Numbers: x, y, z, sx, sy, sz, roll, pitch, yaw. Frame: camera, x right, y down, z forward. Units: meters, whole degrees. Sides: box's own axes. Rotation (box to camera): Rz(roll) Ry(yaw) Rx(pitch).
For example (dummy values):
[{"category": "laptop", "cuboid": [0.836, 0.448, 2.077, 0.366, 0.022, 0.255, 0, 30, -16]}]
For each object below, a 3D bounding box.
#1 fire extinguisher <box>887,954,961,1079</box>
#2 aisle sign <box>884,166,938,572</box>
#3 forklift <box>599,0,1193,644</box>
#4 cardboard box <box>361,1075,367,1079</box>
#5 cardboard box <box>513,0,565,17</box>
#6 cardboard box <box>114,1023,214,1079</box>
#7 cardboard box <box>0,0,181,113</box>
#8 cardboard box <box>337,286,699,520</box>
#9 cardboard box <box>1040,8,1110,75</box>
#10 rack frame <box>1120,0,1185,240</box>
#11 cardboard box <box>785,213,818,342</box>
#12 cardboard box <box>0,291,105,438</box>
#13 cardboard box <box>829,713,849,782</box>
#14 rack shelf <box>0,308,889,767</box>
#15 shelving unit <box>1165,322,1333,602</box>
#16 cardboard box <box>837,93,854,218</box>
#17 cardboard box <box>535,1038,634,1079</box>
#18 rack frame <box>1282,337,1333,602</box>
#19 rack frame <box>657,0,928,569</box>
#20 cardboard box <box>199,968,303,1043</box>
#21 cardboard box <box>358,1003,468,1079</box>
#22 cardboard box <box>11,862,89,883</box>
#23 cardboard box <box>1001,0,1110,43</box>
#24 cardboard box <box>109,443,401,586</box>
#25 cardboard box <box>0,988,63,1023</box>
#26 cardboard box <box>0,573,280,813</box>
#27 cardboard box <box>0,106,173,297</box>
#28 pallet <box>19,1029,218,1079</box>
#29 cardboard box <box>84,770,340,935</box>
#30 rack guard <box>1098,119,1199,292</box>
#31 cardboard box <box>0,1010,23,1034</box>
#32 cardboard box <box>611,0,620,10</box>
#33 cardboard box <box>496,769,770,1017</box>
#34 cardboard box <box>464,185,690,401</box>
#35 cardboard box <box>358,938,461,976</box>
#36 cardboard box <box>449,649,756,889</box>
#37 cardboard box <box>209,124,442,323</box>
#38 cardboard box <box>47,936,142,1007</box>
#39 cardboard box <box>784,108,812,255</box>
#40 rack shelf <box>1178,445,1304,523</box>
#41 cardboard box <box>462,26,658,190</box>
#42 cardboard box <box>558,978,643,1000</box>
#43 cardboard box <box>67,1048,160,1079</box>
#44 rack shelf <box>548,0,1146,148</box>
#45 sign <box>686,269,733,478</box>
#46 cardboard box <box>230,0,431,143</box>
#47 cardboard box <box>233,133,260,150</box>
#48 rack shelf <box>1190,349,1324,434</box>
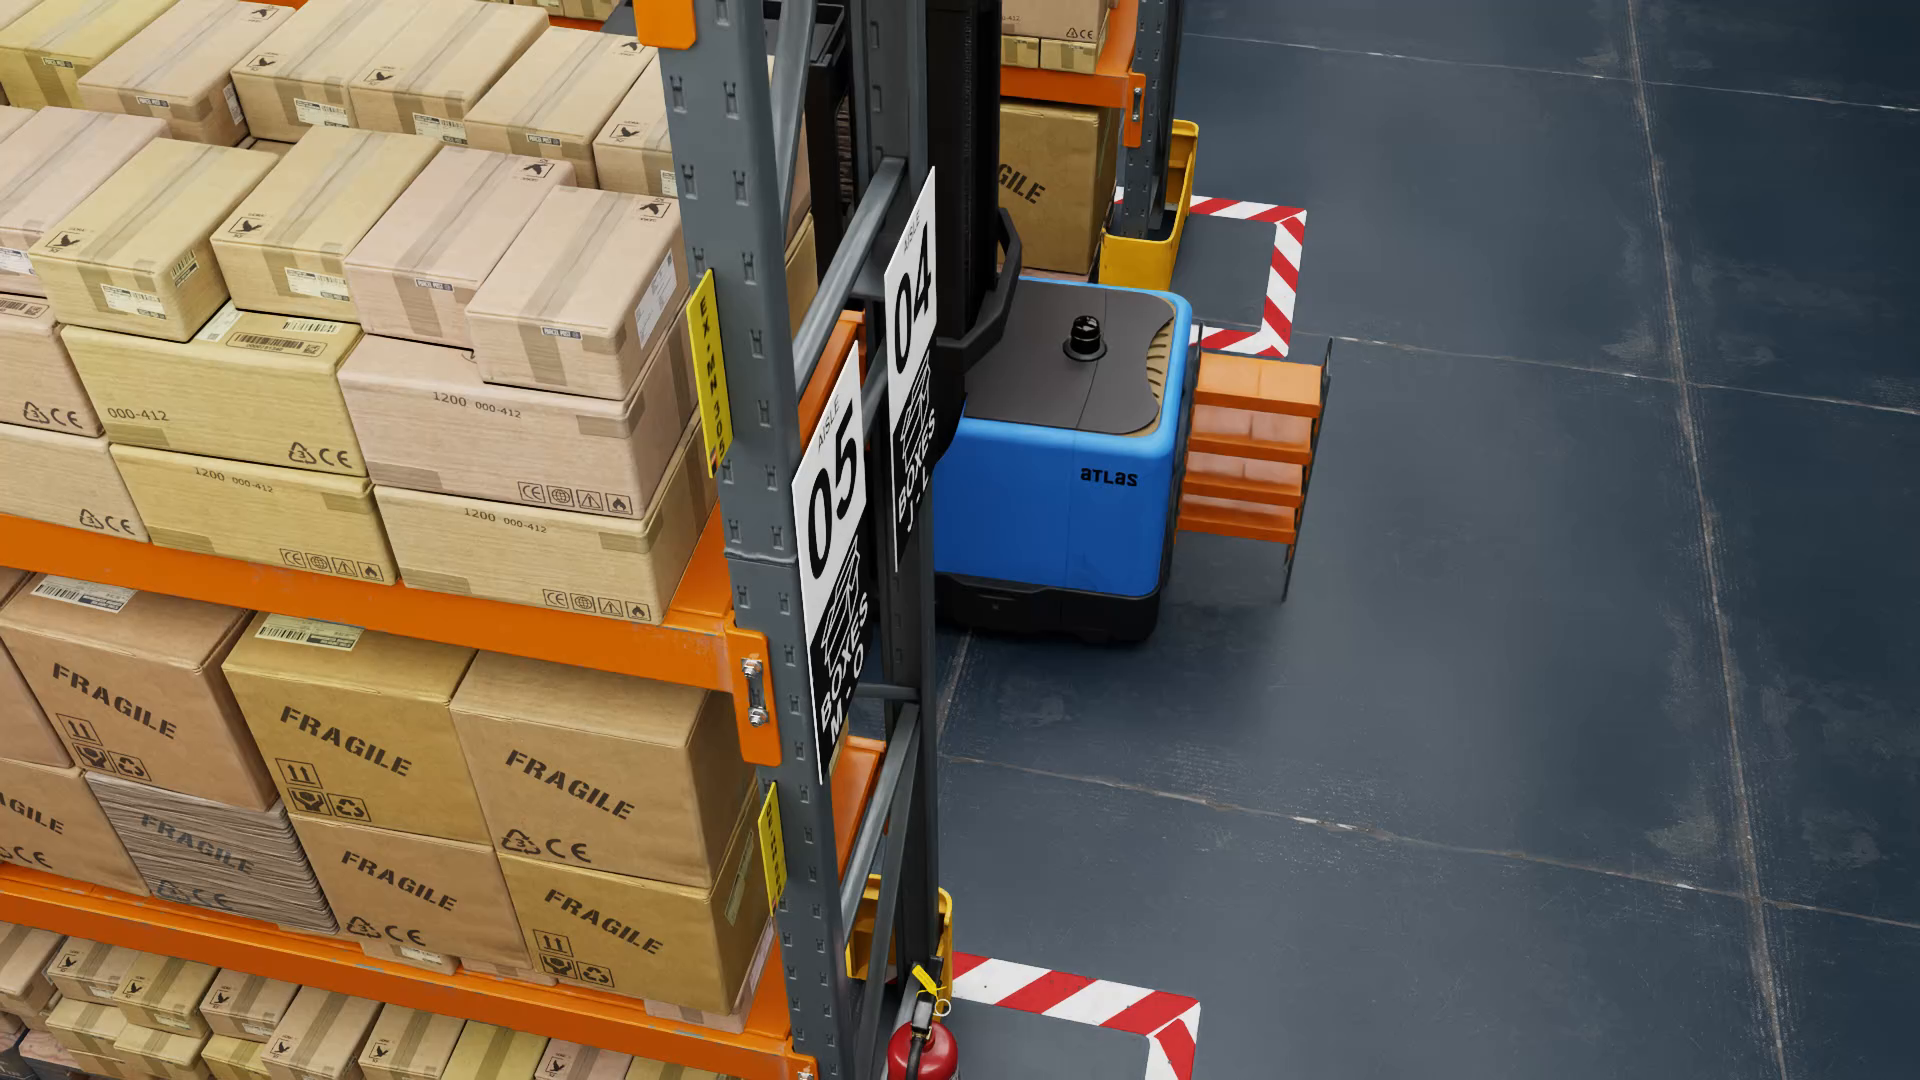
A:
[{"category": "fire extinguisher", "cuboid": [-0.089, 1.295, 4.026, 0.183, 0.674, 0.296, 9, 45, 9]}, {"category": "aisle sign", "cuboid": [-0.097, -0.346, 3.532, 0.004, 0.787, 0.394, 9, 45, 9]}, {"category": "forklift", "cuboid": [-0.619, -1.135, 6.276, 3.031, 2.935, 1.130, 7, 44, 8]}, {"category": "cardboard box", "cuboid": [-1.827, 1.517, 5.009, 0.250, 0.149, 0.380, 9, 45, 10]}, {"category": "cardboard box", "cuboid": [-1.969, -2.686, 8.019, 0.250, 0.149, 0.380, 8, 44, 8]}, {"category": "cardboard box", "cuboid": [-2.348, 1.443, 5.087, 0.250, 0.149, 0.380, 9, 45, 9]}, {"category": "cardboard box", "cuboid": [-1.742, -1.022, 3.406, 0.250, 0.149, 0.380, 10, 45, 10]}, {"category": "cardboard box", "cuboid": [-0.739, -0.322, 2.966, 0.500, 0.250, 0.500, 8, 44, 8]}, {"category": "cardboard box", "cuboid": [0.528, -2.300, 7.617, 0.250, 0.149, 0.380, 10, 45, 10]}, {"category": "rack frame", "cuboid": [0.948, -2.559, 7.706, 0.127, 3.000, 1.000, 9, 45, 9]}, {"category": "cardboard box", "cuboid": [-0.616, -0.485, 3.496, 0.500, 0.250, 0.500, 10, 45, 11]}, {"category": "cardboard box", "cuboid": [-1.738, -0.478, 3.128, 0.500, 0.250, 0.500, 9, 45, 10]}, {"category": "cardboard box", "cuboid": [-0.478, 0.602, 4.603, 0.250, 0.149, 0.380, 8, 45, 9]}, {"category": "rack shelf", "cuboid": [-2.186, -0.342, 3.758, 4.000, 0.370, 1.077, 9, 45, 9]}, {"category": "shelving unit", "cuboid": [1.136, -0.286, 6.639, 0.503, 1.200, 0.258, 8, 44, 7]}, {"category": "cardboard box", "cuboid": [-0.582, -2.125, 8.485, 0.875, 0.875, 0.875, 9, 45, 9]}, {"category": "cardboard box", "cuboid": [-1.038, 1.458, 4.856, 0.250, 0.149, 0.380, 10, 45, 10]}, {"category": "rack frame", "cuboid": [1.376, -0.254, 6.608, 0.015, 1.200, 0.240, 8, 44, 7]}, {"category": "rack frame", "cuboid": [-0.234, -1.379, 2.154, 0.127, 3.000, 1.000, 9, 45, 9]}, {"category": "cardboard box", "cuboid": [-2.065, 1.305, 5.015, 0.250, 0.149, 0.380, 7, 44, 8]}, {"category": "cardboard box", "cuboid": [-1.558, 1.423, 4.893, 0.250, 0.149, 0.380, 7, 44, 7]}, {"category": "cardboard box", "cuboid": [-2.365, 0.707, 4.494, 0.250, 0.149, 0.380, 10, 45, 11]}, {"category": "cardboard box", "cuboid": [0.417, -2.506, 7.544, 0.500, 0.250, 0.500, 8, 45, 8]}, {"category": "cardboard box", "cuboid": [-1.235, -0.207, 3.207, 0.500, 0.250, 0.500, 9, 45, 9]}, {"category": "cardboard box", "cuboid": [-2.815, 1.307, 5.227, 0.250, 0.149, 0.380, 11, 45, 11]}, {"category": "cardboard box", "cuboid": [-1.739, 0.228, 3.802, 0.500, 0.500, 0.500, 11, 45, 11]}, {"category": "cardboard box", "cuboid": [-1.608, -0.608, 2.975, 0.250, 0.149, 0.380, 8, 44, 8]}, {"category": "pallet", "cuboid": [-2.280, 1.442, 5.559, 1.213, 0.211, 1.003, 9, 45, 9]}, {"category": "cardboard box", "cuboid": [-1.727, 0.593, 4.144, 0.500, 0.500, 0.500, 9, 45, 9]}, {"category": "rack guard", "cuboid": [0.971, -1.655, 8.569, 0.348, 0.500, 1.175, 9, 45, 9]}, {"category": "cardboard box", "cuboid": [-3.080, 1.372, 5.374, 0.250, 0.149, 0.380, 8, 44, 8]}, {"category": "cardboard box", "cuboid": [-1.475, -2.608, 7.938, 0.250, 0.149, 0.380, 9, 45, 10]}, {"category": "cardboard box", "cuboid": [-0.729, 0.745, 3.986, 0.500, 0.500, 0.500, 10, 45, 10]}, {"category": "cardboard box", "cuboid": [-0.622, -0.420, 2.780, 0.250, 0.149, 0.380, 8, 45, 9]}, {"category": "cardboard box", "cuboid": [-1.350, 0.901, 4.292, 0.250, 0.149, 0.380, 10, 45, 10]}, {"category": "cardboard box", "cuboid": [-0.735, 0.378, 3.647, 0.500, 0.500, 0.500, 8, 44, 8]}, {"category": "cardboard box", "cuboid": [-1.092, -0.562, 2.928, 0.250, 0.149, 0.380, 8, 44, 8]}, {"category": "cardboard box", "cuboid": [-2.559, 1.220, 5.103, 0.250, 0.149, 0.380, 7, 44, 7]}, {"category": "cardboard box", "cuboid": [-0.615, -0.668, 3.326, 0.500, 0.250, 0.500, 9, 45, 10]}, {"category": "rack shelf", "cuboid": [1.136, -0.238, 6.686, 0.480, 0.148, 0.258, 8, 44, 7]}, {"category": "cardboard box", "cuboid": [-0.745, -0.822, 3.198, 0.250, 0.149, 0.380, 11, 45, 11]}, {"category": "cardboard box", "cuboid": [-0.848, 0.952, 4.240, 0.250, 0.149, 0.380, 9, 45, 9]}, {"category": "cardboard box", "cuboid": [-2.577, 1.494, 5.248, 0.250, 0.149, 0.380, 8, 44, 8]}, {"category": "rack shelf", "cuboid": [-1.004, -2.603, 8.270, 4.000, 0.370, 1.077, 9, 45, 9]}, {"category": "sign", "cuboid": [-0.375, -0.245, 2.500, 0.005, 0.325, 0.100, 9, 45, 9]}, {"category": "cardboard box", "cuboid": [-1.231, -0.950, 3.331, 0.250, 0.149, 0.380, 9, 45, 10]}, {"category": "cardboard box", "cuboid": [-1.605, -0.830, 3.494, 0.500, 0.250, 0.500, 9, 45, 10]}, {"category": "rack shelf", "cuboid": [1.139, -0.569, 6.367, 0.480, 0.148, 0.258, 8, 44, 7]}]
